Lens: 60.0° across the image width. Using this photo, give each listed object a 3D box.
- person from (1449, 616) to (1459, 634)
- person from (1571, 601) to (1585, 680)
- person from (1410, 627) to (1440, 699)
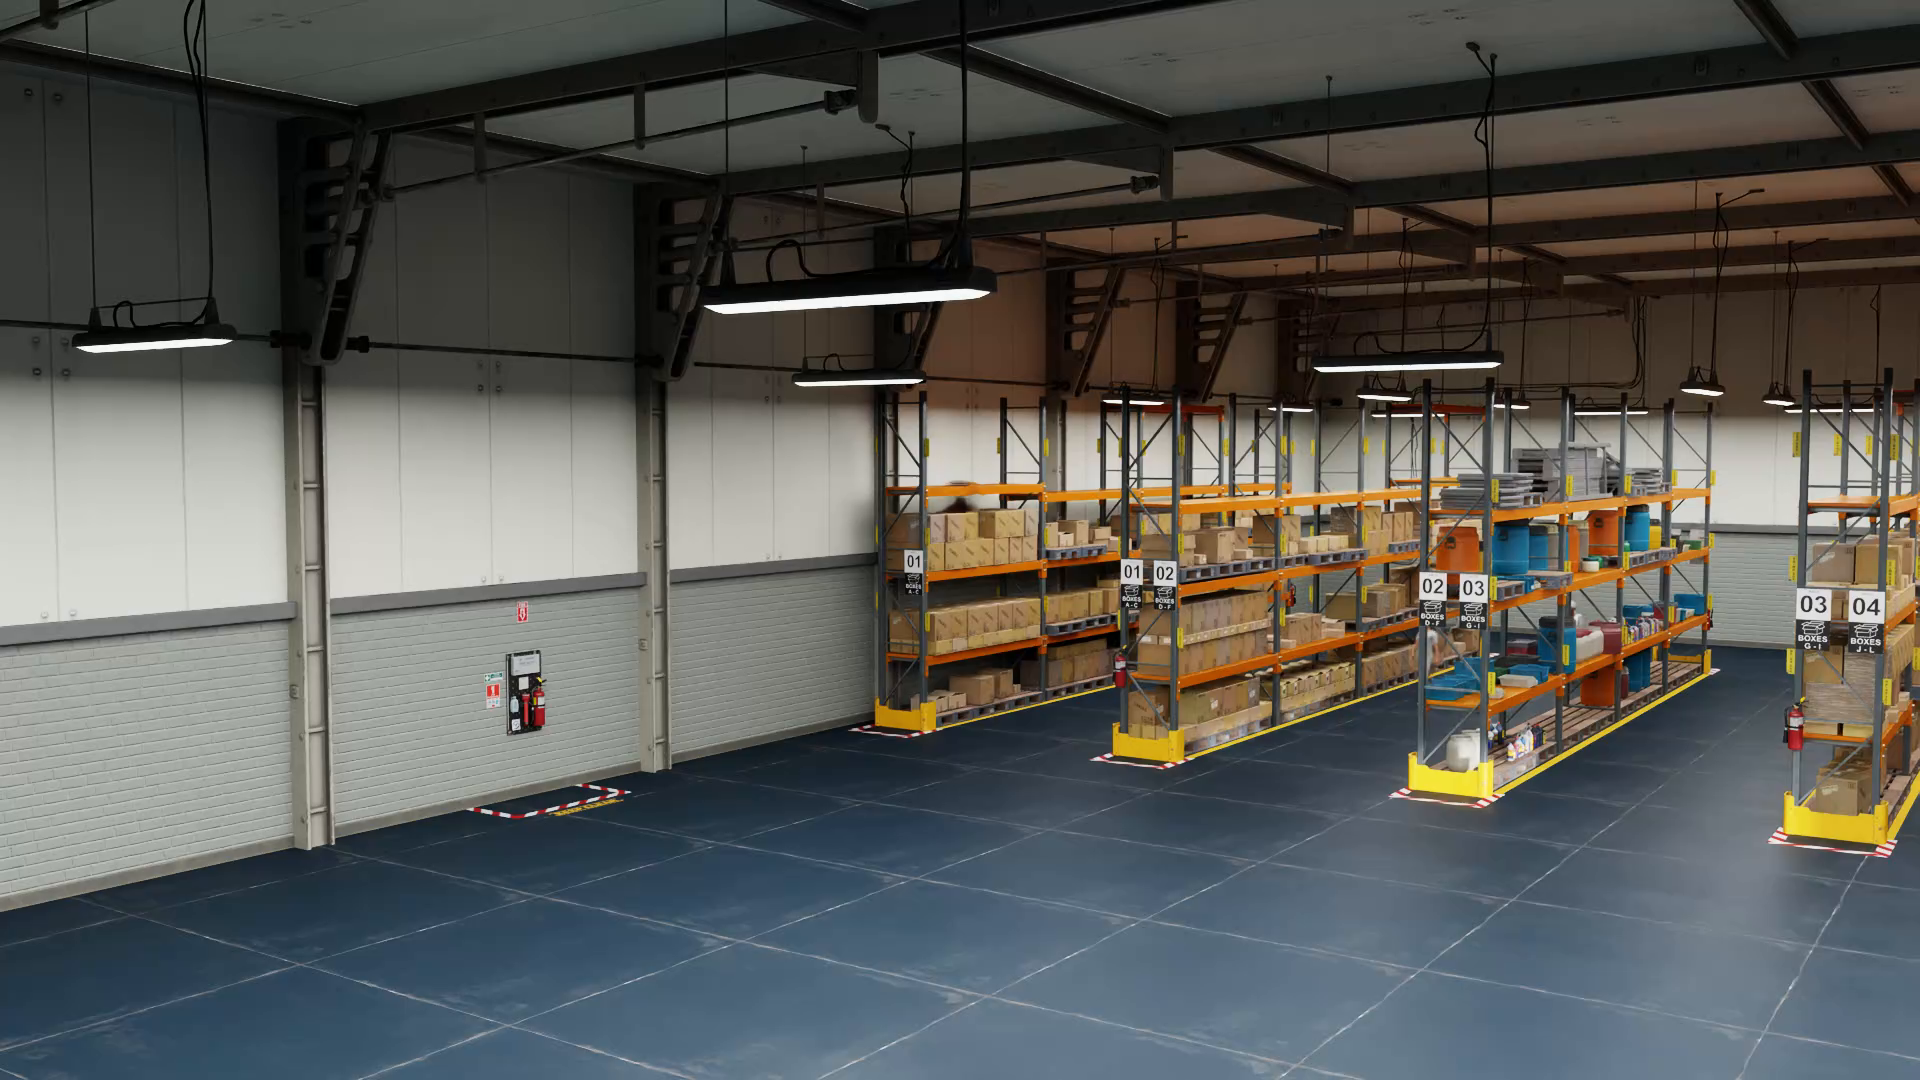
[{"bbox_3d":[12.728,1.792,41.959,0.561,1.734,0.758,-1,3,-17],"label":"person"},{"bbox_3d":[13.031,2.199,35.452,0.593,1.808,0.878,2,4,36],"label":"person"},{"bbox_3d":[9.294,2.350,33.214,0.565,1.624,1.030,2,4,38],"label":"person"}]
